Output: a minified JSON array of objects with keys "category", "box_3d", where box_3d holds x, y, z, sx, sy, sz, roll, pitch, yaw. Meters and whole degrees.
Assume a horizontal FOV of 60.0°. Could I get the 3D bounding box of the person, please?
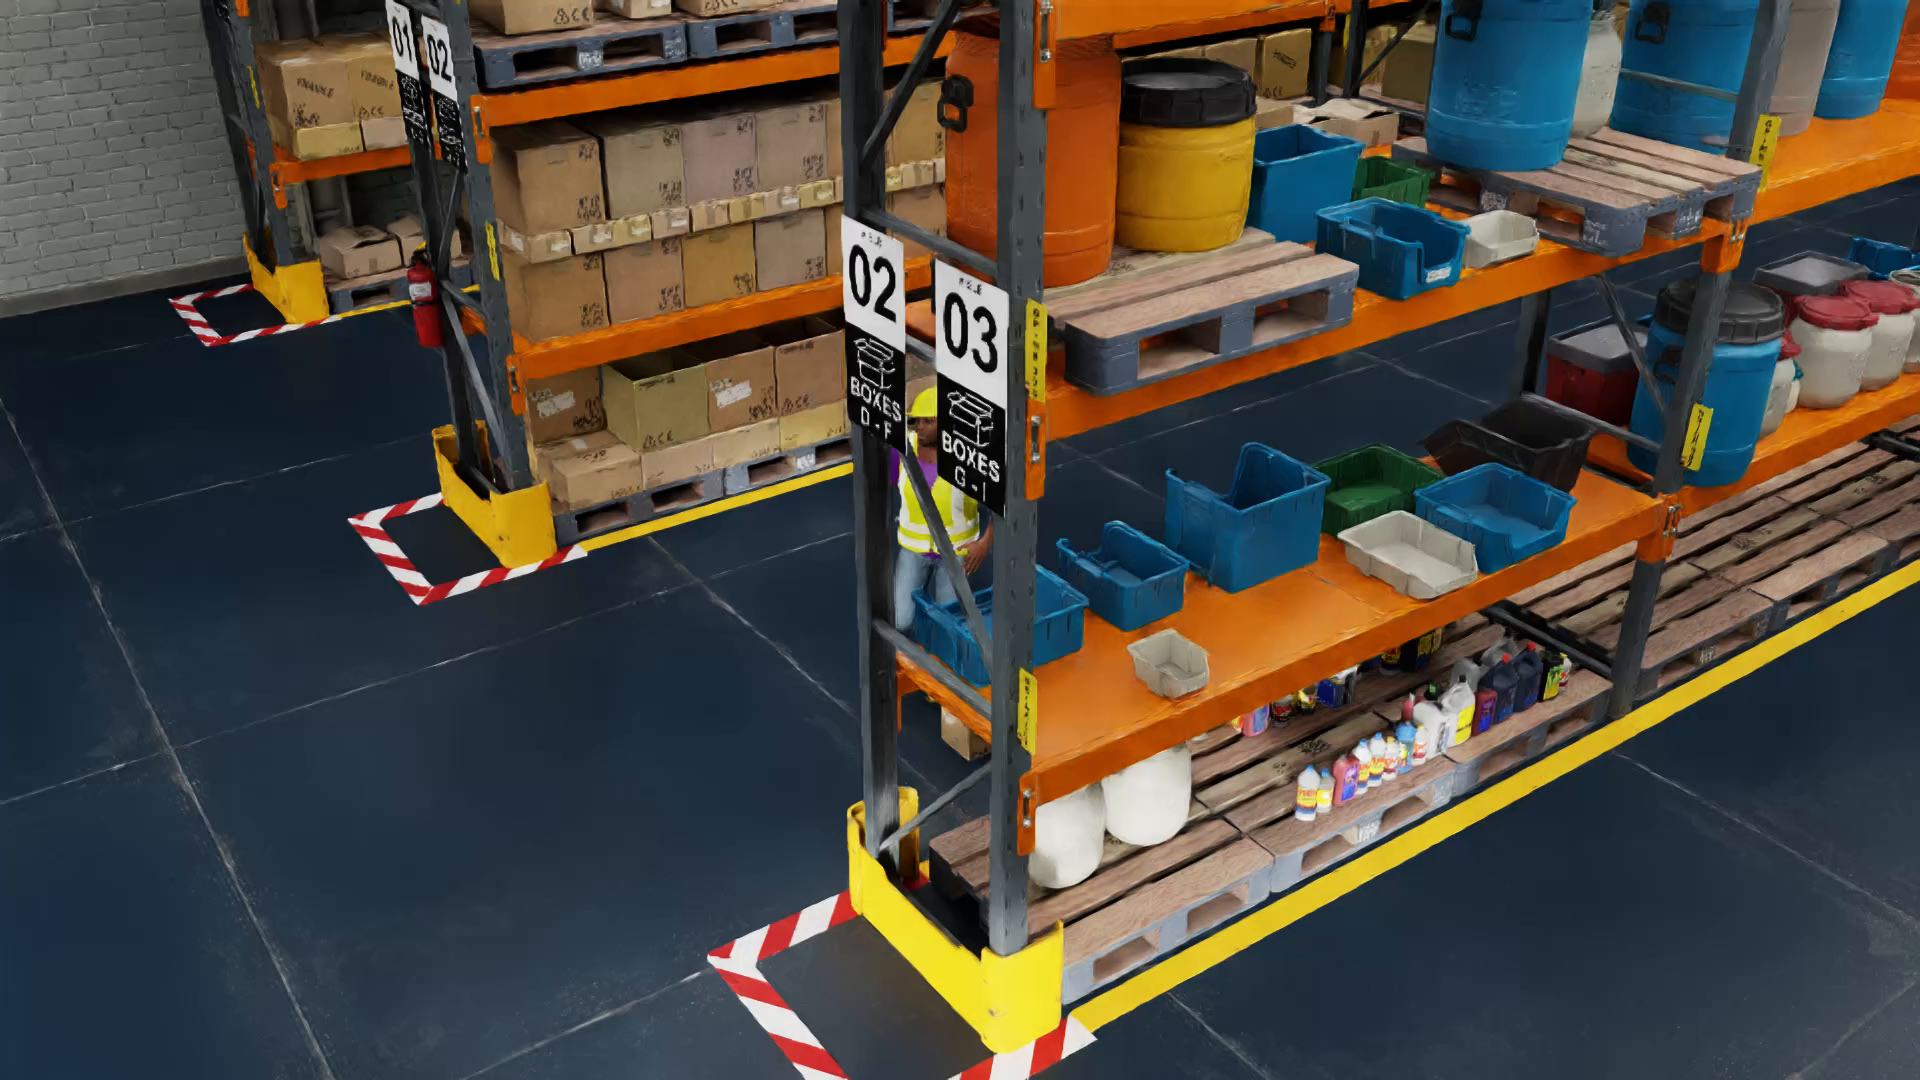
[{"category":"person","box_3d":[-0.107,0.050,8.548,0.750,1.736,0.523,5,29,10]}]
